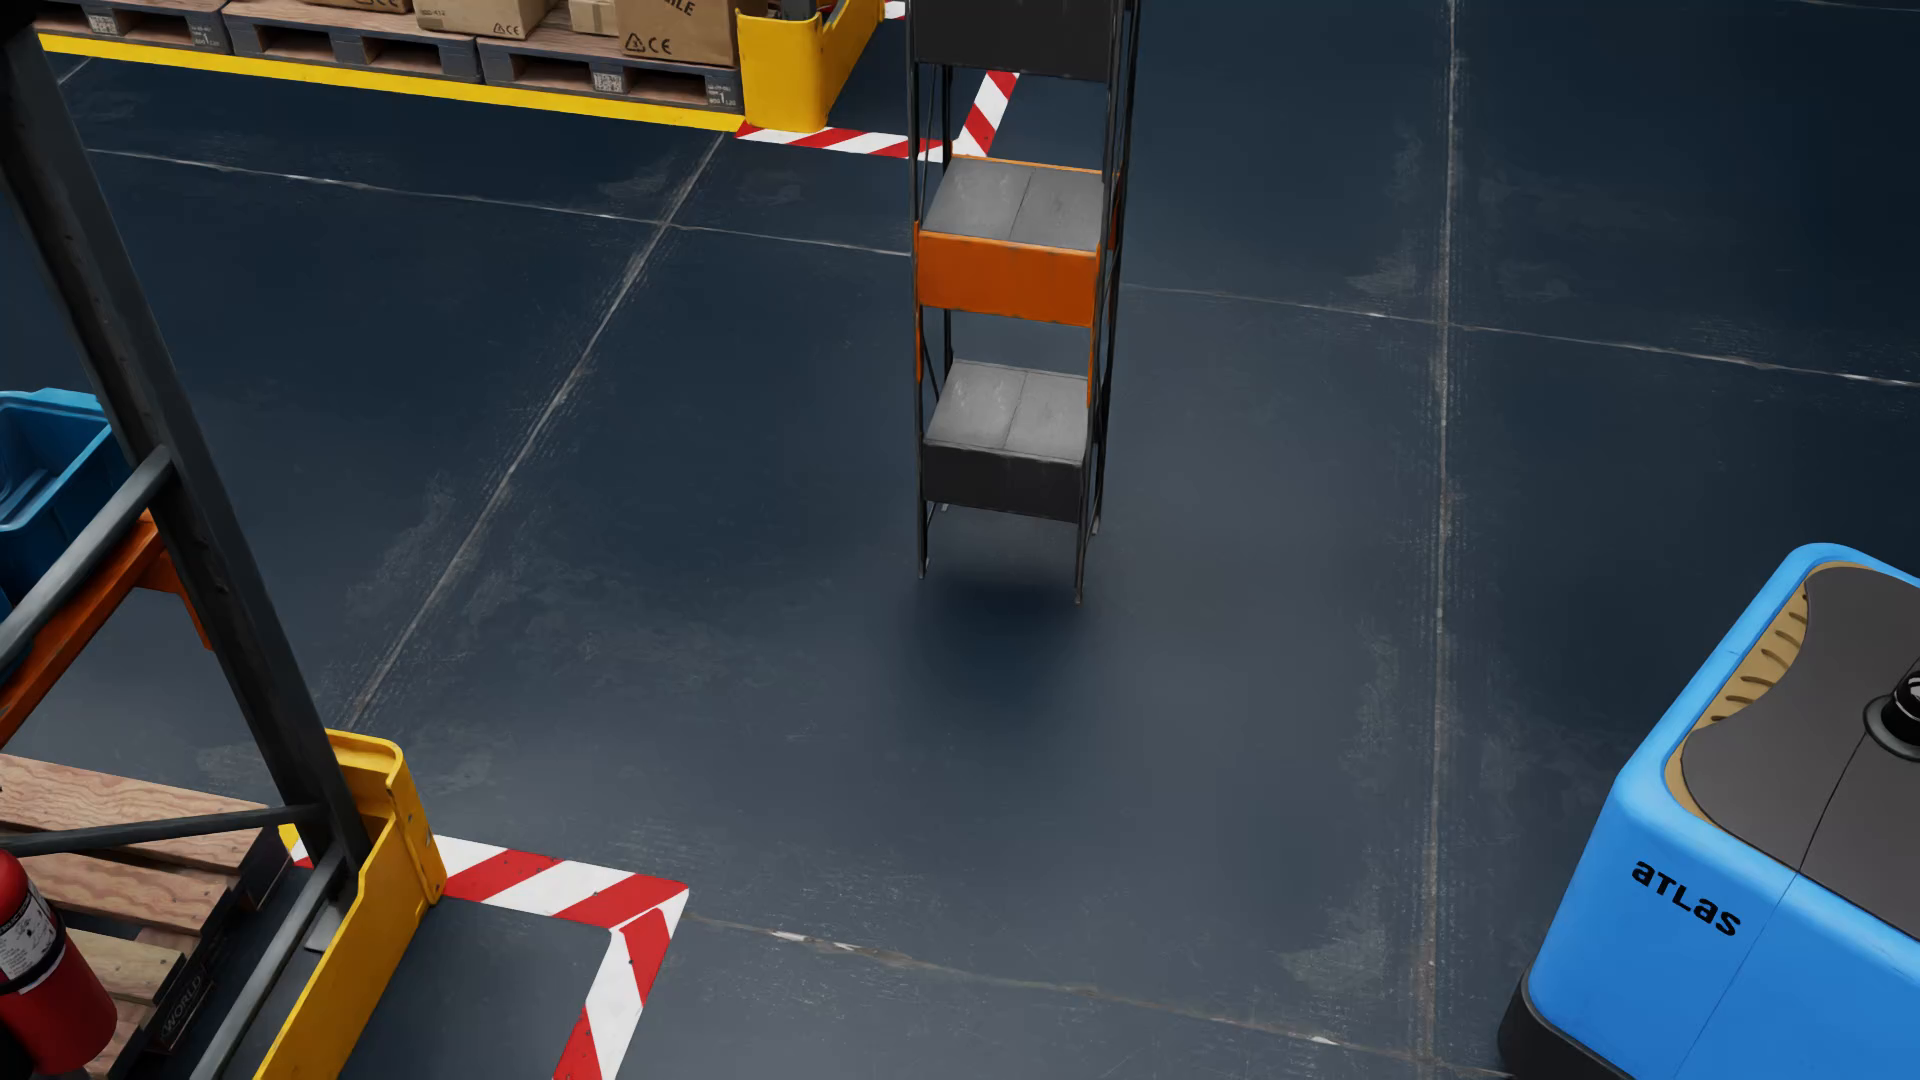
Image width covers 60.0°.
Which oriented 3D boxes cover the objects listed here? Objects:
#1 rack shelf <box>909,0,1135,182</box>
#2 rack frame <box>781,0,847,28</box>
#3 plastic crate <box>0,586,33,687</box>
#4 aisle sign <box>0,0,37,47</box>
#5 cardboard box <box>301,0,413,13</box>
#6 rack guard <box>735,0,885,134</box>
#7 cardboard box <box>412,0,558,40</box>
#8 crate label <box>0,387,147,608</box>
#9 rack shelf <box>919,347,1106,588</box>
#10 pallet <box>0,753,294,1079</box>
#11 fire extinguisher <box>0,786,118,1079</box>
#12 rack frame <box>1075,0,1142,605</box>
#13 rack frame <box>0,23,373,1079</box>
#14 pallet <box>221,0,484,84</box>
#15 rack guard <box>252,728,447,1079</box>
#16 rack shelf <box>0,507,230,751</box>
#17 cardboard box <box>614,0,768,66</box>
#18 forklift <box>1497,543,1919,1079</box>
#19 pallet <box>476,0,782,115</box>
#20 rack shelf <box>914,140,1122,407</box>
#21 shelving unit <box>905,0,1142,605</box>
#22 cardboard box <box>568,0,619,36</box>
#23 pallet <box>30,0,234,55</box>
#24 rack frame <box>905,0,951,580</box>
[{"bbox_3d":[0.162,-1.226,4.020,0.480,0.518,0.431,9,45,9],"label":"rack shelf"},{"bbox_3d":[-0.559,-3.202,6.414,0.127,3.000,1.000,9,45,9],"label":"rack frame"},{"bbox_3d":[-2.012,0.191,2.820,0.499,0.435,0.616,9,45,9],"label":"plastic crate"},{"bbox_3d":[-1.509,-0.977,2.228,0.004,0.787,0.394,9,45,9],"label":"aisle sign"},{"bbox_3d":[-2.628,-2.786,7.464,0.637,0.503,0.797,9,45,9],"label":"cardboard box"},{"bbox_3d":[-0.633,-2.313,7.293,0.348,0.500,1.175,9,45,9],"label":"rack guard"},{"bbox_3d":[-2.064,-2.450,7.298,0.500,0.250,0.500,9,45,9],"label":"cardboard box"},{"bbox_3d":[-1.813,-0.072,3.239,0.303,0.233,0.416,9,45,9],"label":"crate label"},{"bbox_3d":[0.162,-0.217,4.991,0.480,0.518,0.431,9,45,9],"label":"rack shelf"},{"bbox_3d":[-2.440,1.003,4.056,1.213,0.211,1.003,9,45,9],"label":"pallet"},{"bbox_3d":[-1.596,0.642,2.745,0.183,0.674,0.296,9,45,9],"label":"fire extinguisher"},{"bbox_3d":[0.400,-0.694,4.457,0.015,2.100,0.400,9,45,9],"label":"rack frame"},{"bbox_3d":[-1.644,0.149,2.932,0.127,3.000,1.000,9,45,9],"label":"rack frame"},{"bbox_3d":[-2.598,-2.515,7.711,1.213,0.211,1.003,9,45,9],"label":"pallet"},{"bbox_3d":[-1.618,1.045,3.804,0.348,0.500,1.175,9,45,9],"label":"rack guard"},{"bbox_3d":[-3.596,0.106,3.496,4.000,0.370,1.077,9,45,9],"label":"rack shelf"},{"bbox_3d":[-1.143,-2.376,7.041,0.500,0.500,0.500,9,45,9],"label":"cardboard box"},{"bbox_3d":[2.695,0.631,2.481,3.031,2.935,1.130,32,52,29],"label":"forklift"},{"bbox_3d":[-1.411,-2.329,7.518,1.213,0.211,1.003,9,45,9],"label":"pallet"},{"bbox_3d":[0.162,-0.722,4.505,0.480,0.518,0.431,9,45,9],"label":"rack shelf"},{"bbox_3d":[0.162,-0.731,4.496,0.503,2.100,0.431,9,45,9],"label":"shelving unit"},{"bbox_3d":[-1.519,-2.378,7.283,0.250,0.166,0.380,9,45,9],"label":"cardboard box"},{"bbox_3d":[-3.792,-2.699,7.902,1.213,0.211,1.003,9,45,9],"label":"pallet"},{"bbox_3d":[-0.077,-0.768,4.534,0.015,2.100,0.400,9,45,9],"label":"rack frame"}]
